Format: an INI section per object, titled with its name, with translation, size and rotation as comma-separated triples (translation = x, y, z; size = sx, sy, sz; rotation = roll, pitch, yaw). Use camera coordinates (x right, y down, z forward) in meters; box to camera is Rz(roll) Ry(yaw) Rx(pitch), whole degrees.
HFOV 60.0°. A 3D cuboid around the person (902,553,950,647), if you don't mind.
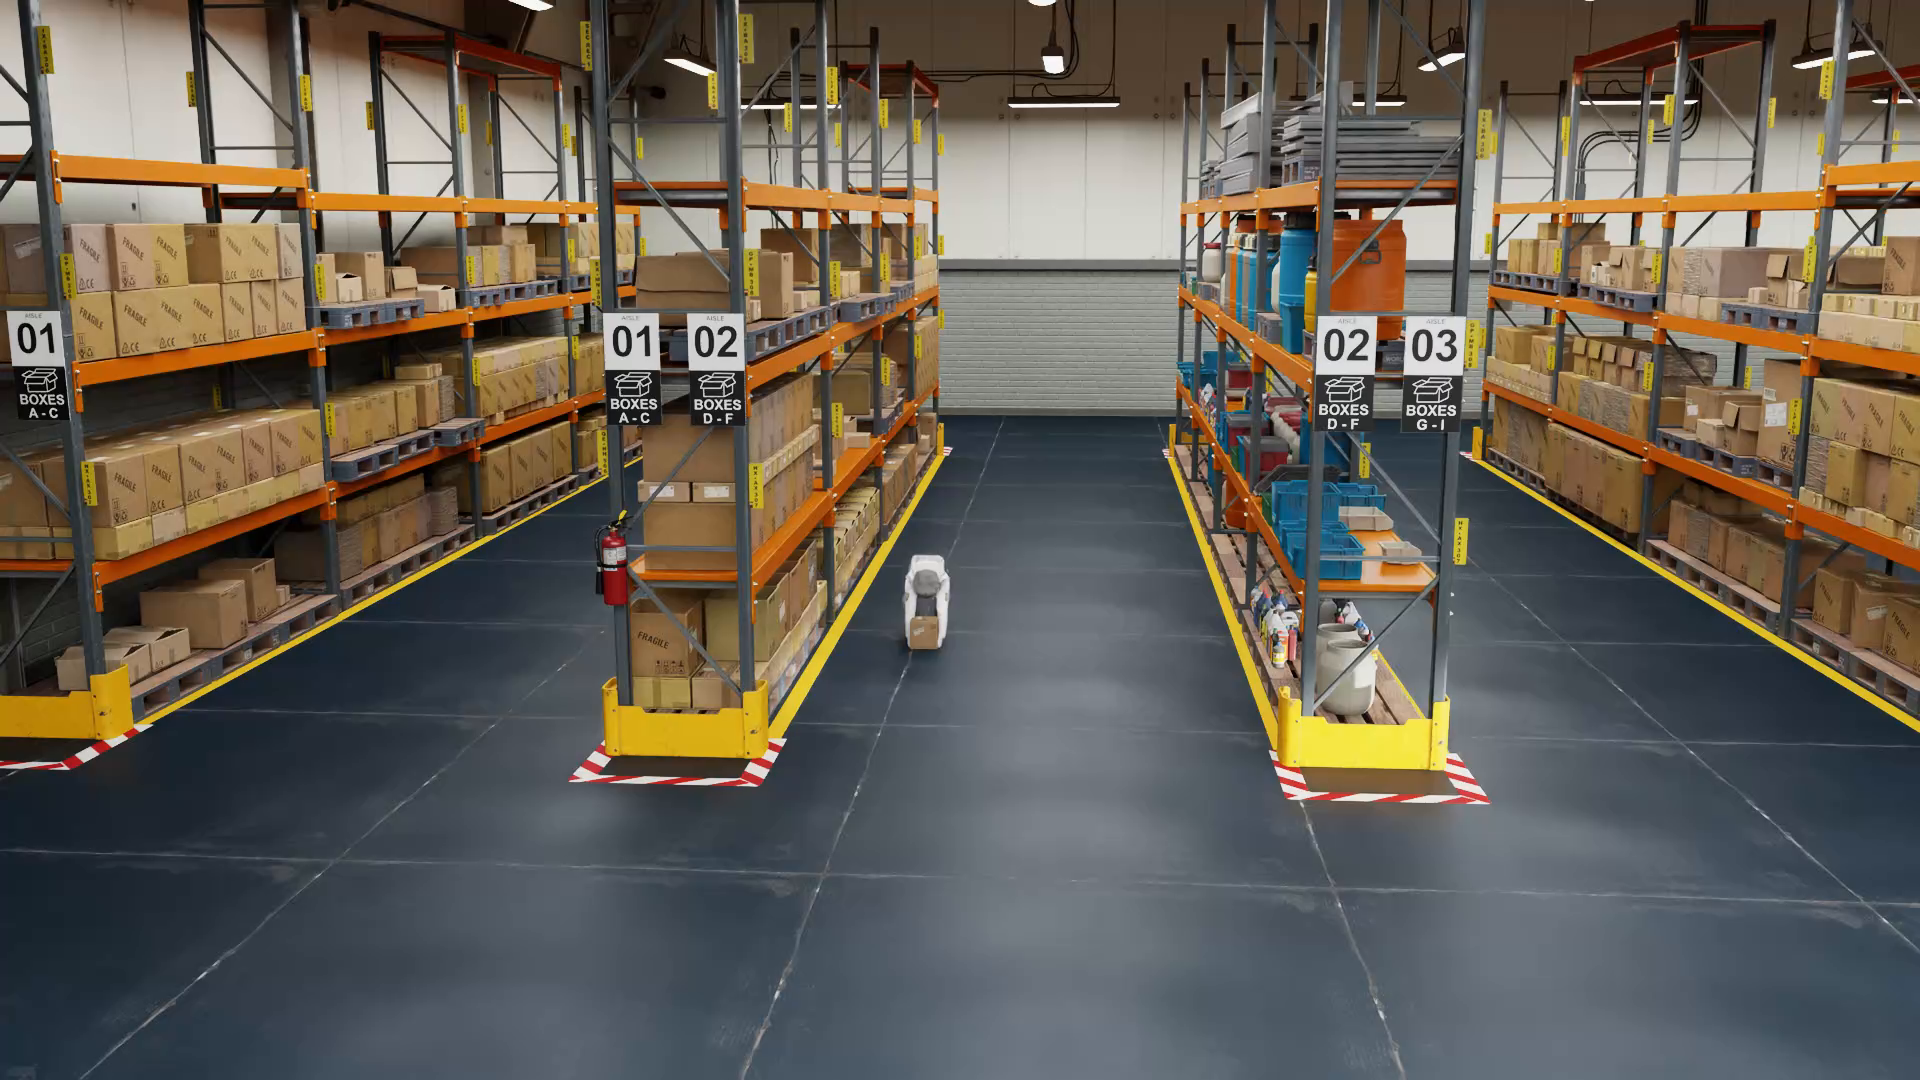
[person]
translation = -0.313, 0.549, 15.488
size = 0.450, 0.782, 0.909
rotation = 1, 11, 3
